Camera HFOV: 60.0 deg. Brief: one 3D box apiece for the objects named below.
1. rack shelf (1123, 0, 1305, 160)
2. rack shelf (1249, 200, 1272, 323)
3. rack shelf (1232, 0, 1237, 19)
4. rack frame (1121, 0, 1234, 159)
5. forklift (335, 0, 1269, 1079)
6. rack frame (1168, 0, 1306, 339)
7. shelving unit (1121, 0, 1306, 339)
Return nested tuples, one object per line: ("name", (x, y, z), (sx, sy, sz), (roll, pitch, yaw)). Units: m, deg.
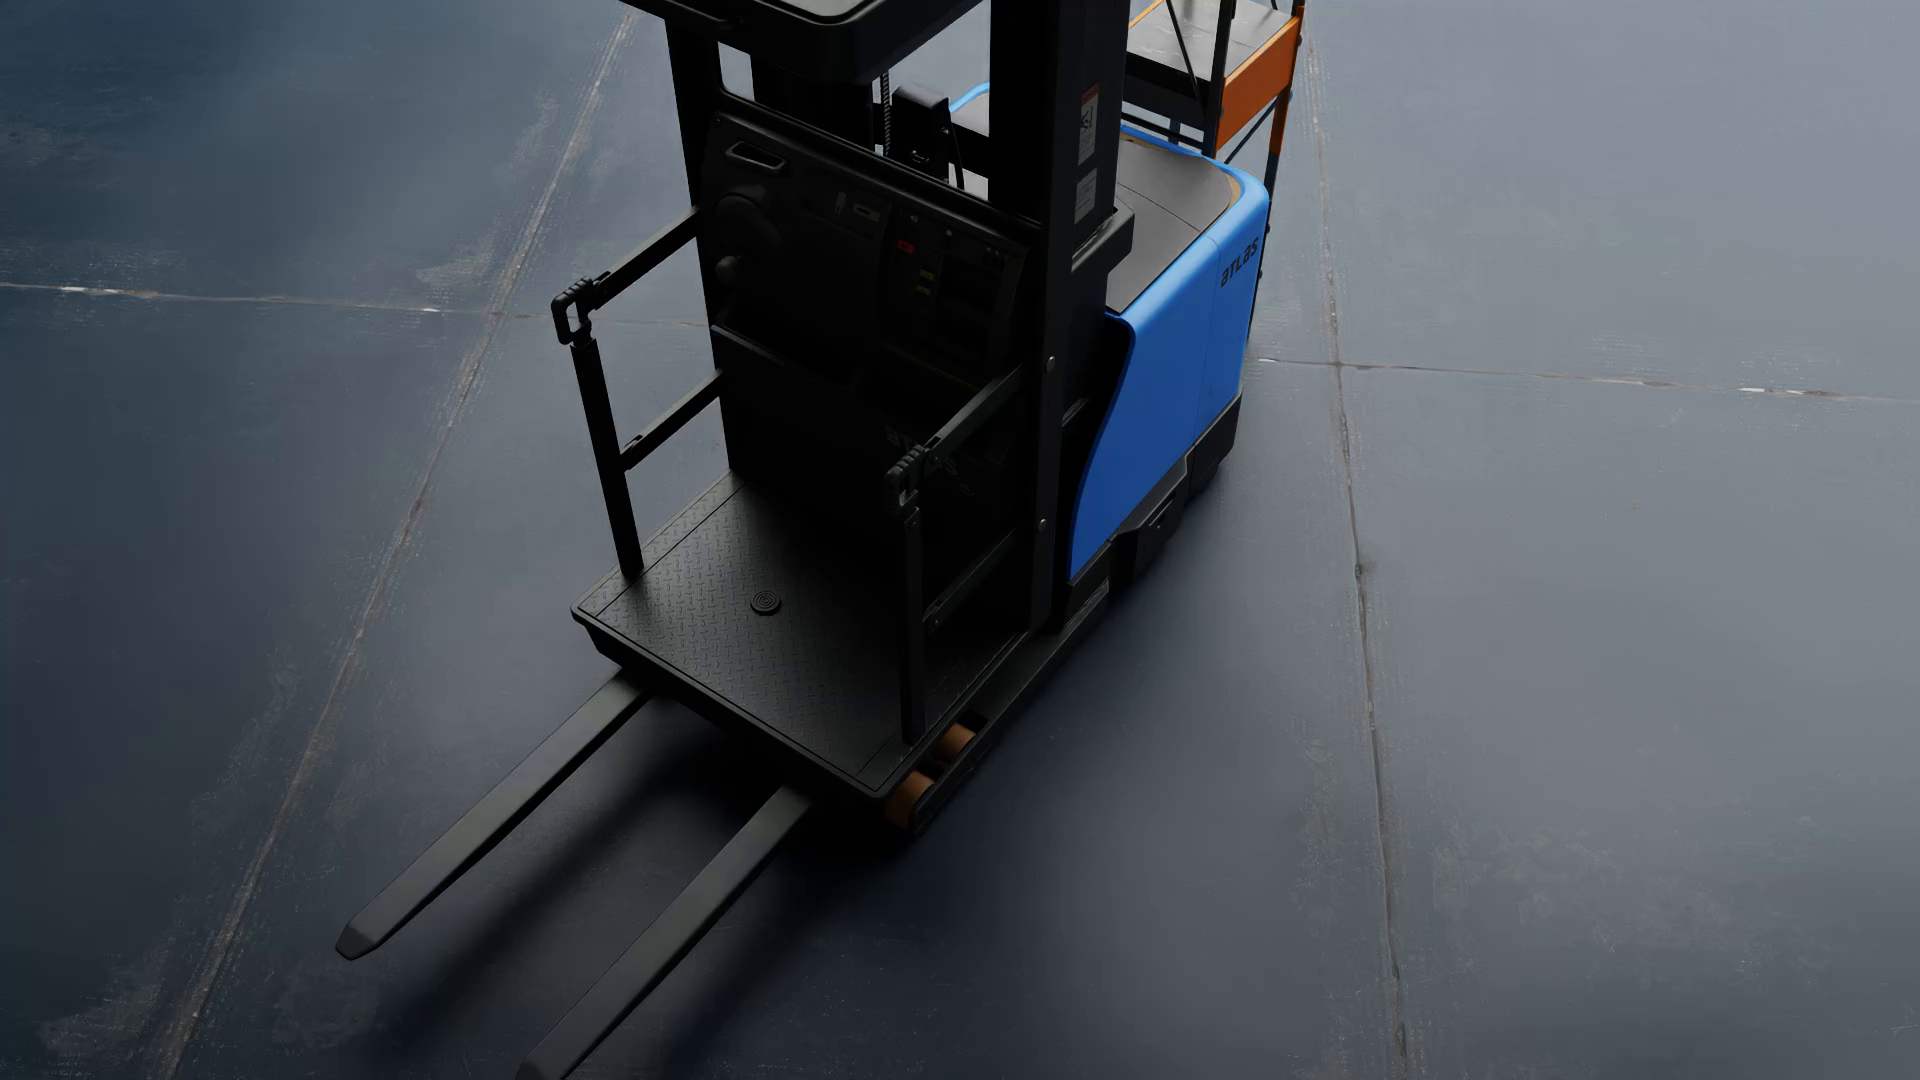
("rack shelf", (0.720, -1.358, 5.088), (0.431, 0.518, 0.480), (28, 53, 23))
("rack shelf", (0.720, -0.886, 5.604), (0.431, 0.518, 0.480), (28, 53, 23))
("rack shelf", (0.720, -1.831, 4.571), (0.431, 0.518, 0.480), (28, 53, 23))
("rack frame", (0.578, -1.221, 4.944), (0.400, 2.100, 0.015), (28, 53, 23))
("forklift", (-0.368, -0.611, 3.823), (1.130, 2.935, 3.031), (28, 53, 23))
("rack frame", (0.862, -1.514, 5.211), (0.400, 2.100, 0.015), (28, 53, 23))
("shelving unit", (0.720, -1.367, 5.078), (0.431, 2.100, 0.503), (28, 53, 23))
